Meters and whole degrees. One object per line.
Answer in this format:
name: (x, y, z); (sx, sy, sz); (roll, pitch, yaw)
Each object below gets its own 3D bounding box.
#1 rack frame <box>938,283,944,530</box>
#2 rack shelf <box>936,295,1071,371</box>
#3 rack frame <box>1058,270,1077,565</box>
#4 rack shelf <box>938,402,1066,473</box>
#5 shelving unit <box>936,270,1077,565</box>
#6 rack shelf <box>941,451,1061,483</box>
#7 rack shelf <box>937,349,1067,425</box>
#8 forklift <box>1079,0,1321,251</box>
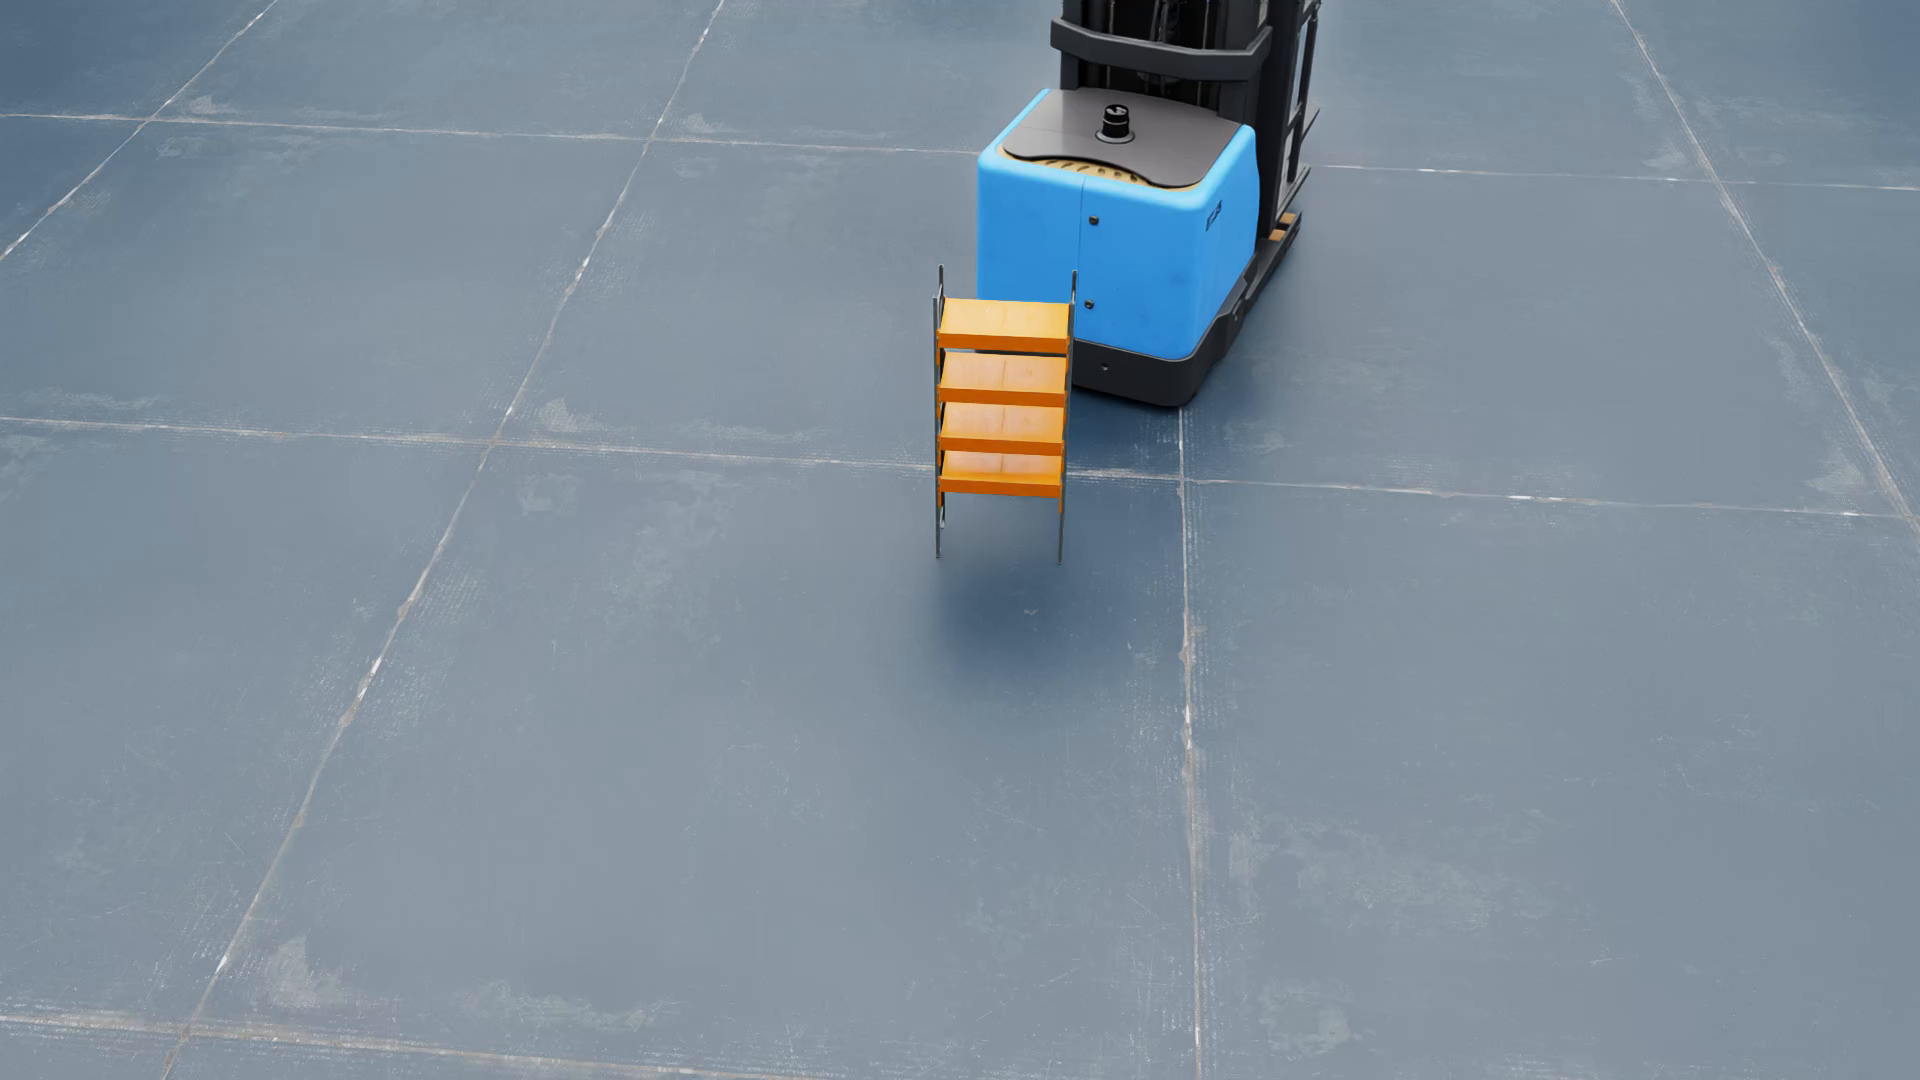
rack frame: (-0.078, -0.469, 6.376); (0.006, 1.046, 0.228); (3, 39, 4)
rack shelf: (0.165, -0.761, 6.112); (0.480, 0.148, 0.258); (3, 39, 4)
rack frame: (0.408, -0.443, 6.344); (0.015, 1.200, 0.240); (3, 39, 4)
rack shelf: (0.165, -0.404, 6.403); (0.480, 0.148, 0.258); (3, 39, 4)
shelving unit: (0.167, -0.456, 6.360); (0.499, 1.200, 0.258); (3, 39, 4)
rack shelf: (0.165, -0.292, 6.494); (0.457, 0.021, 0.221); (3, 39, 4)
rack shelf: (0.165, -0.578, 6.261); (0.480, 0.148, 0.258); (3, 39, 4)
forklift: (1.124, -2.656, 7.691); (1.121, 2.935, 3.031); (16, 42, 18)
